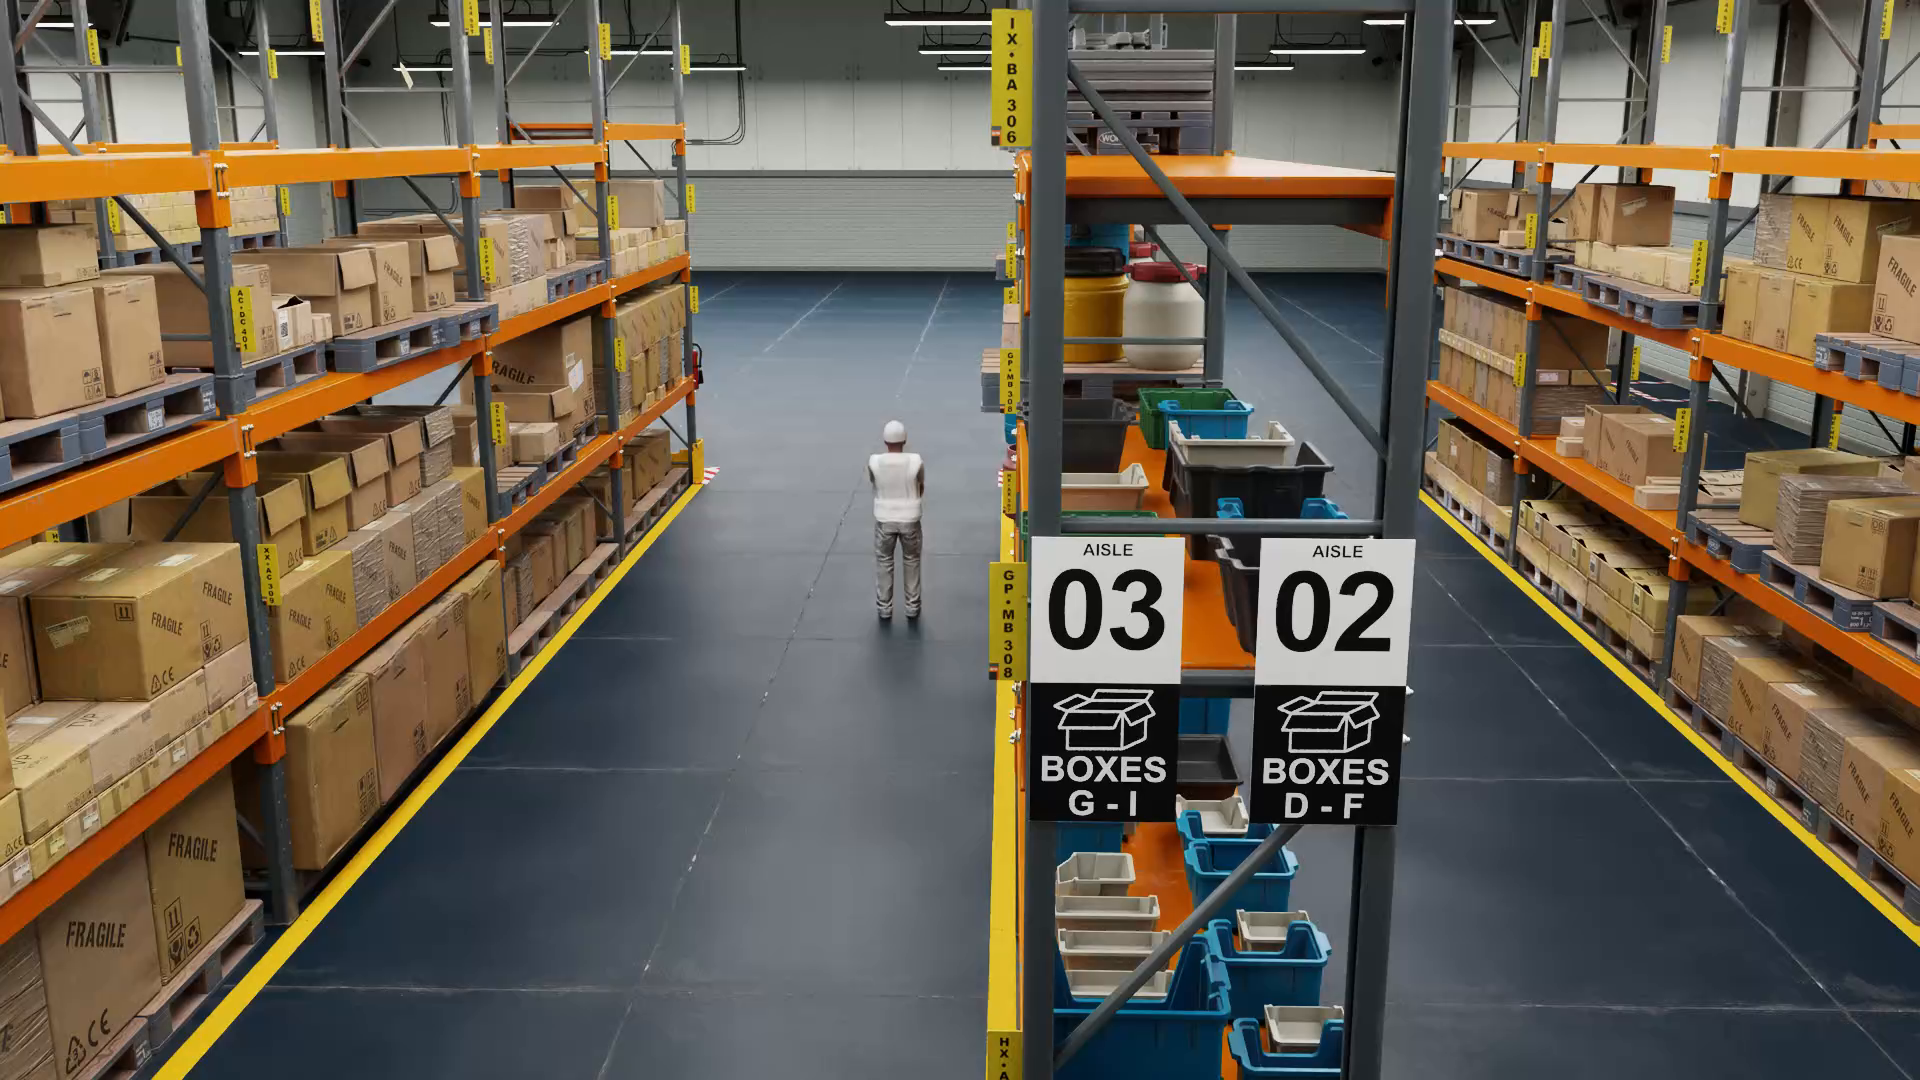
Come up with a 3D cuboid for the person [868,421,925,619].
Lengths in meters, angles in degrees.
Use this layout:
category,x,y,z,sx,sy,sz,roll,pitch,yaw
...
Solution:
category,x,y,z,sx,sy,sz,roll,pitch,yaw
person,-0.554,-0.206,14.802,0.494,1.782,0.579,0,14,1
